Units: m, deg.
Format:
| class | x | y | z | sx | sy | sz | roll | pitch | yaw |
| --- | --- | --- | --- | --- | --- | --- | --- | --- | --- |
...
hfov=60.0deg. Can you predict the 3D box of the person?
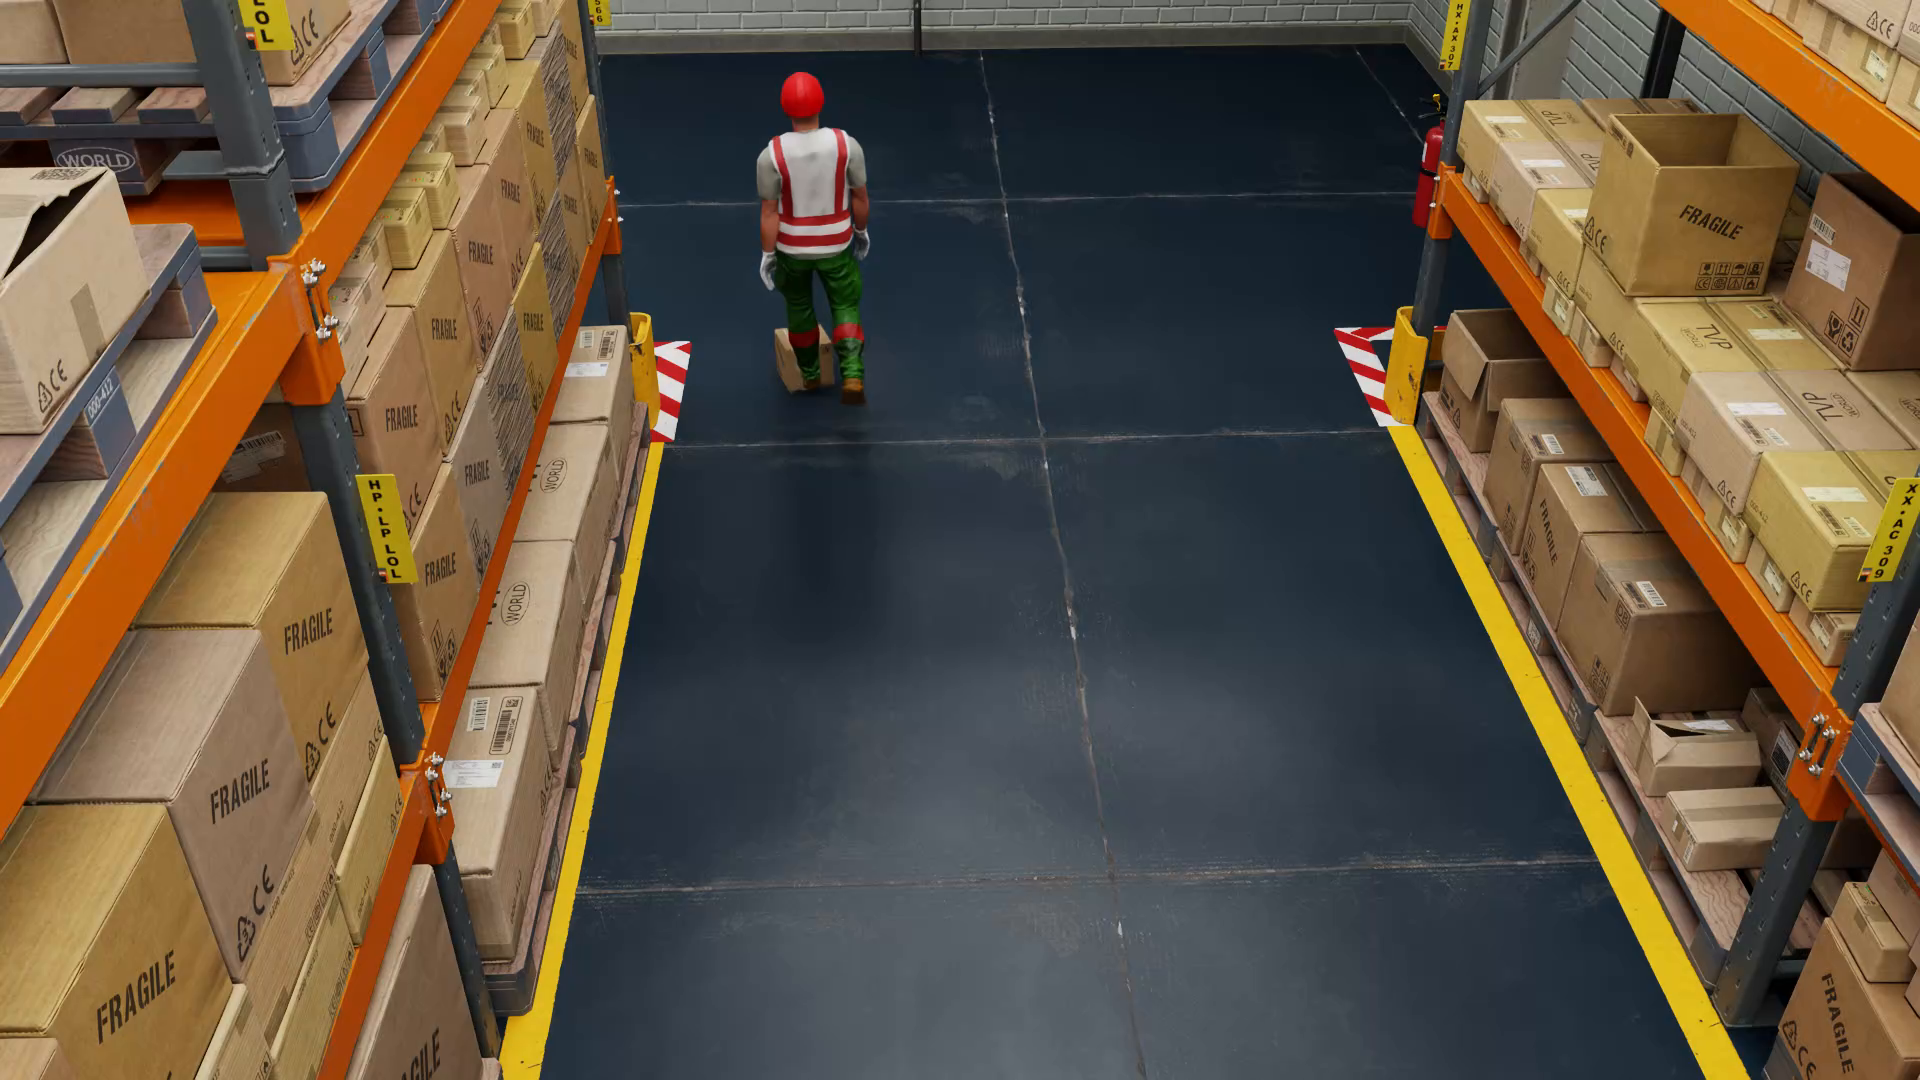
| class | x | y | z | sx | sy | sz | roll | pitch | yaw |
| --- | --- | --- | --- | --- | --- | --- | --- | --- | --- |
| person | -0.713 | -1.451 | 8.187 | 0.566 | 1.760 | 0.841 | -6 | 35 | -8 |
